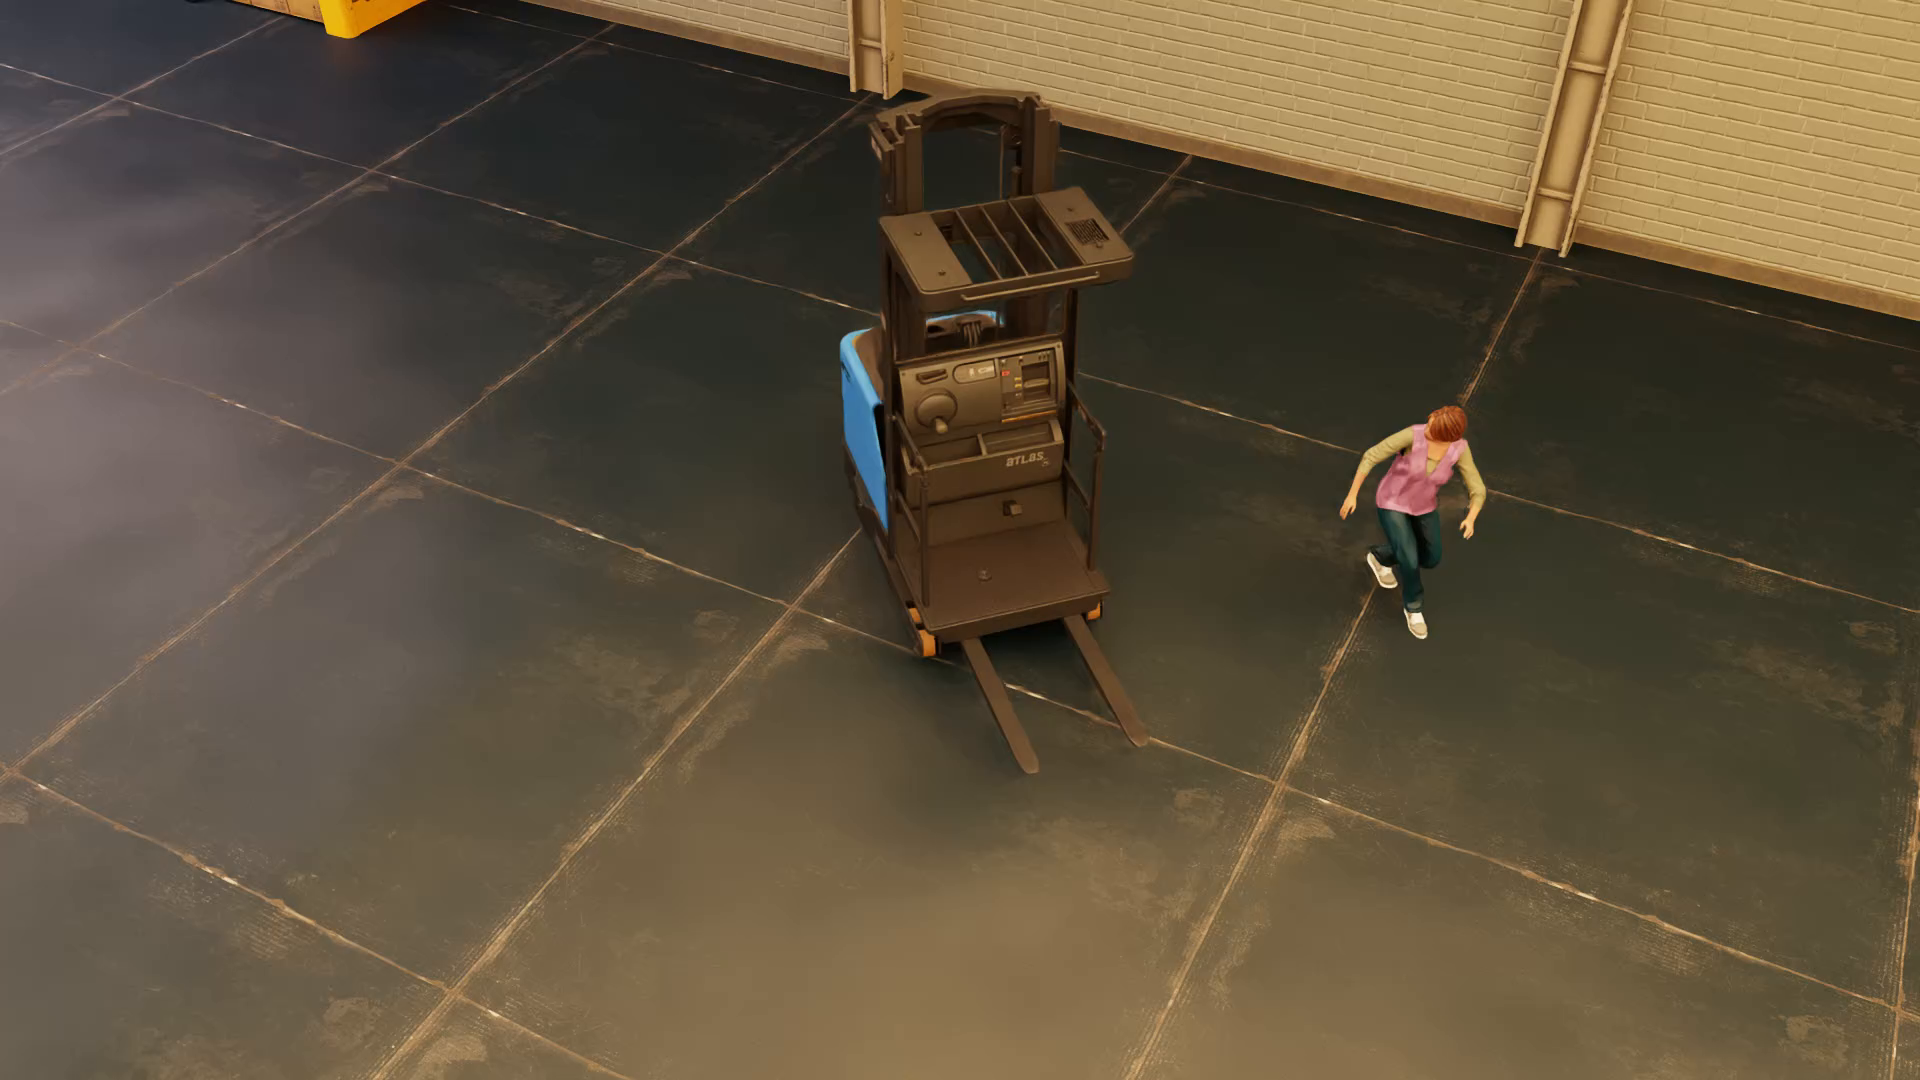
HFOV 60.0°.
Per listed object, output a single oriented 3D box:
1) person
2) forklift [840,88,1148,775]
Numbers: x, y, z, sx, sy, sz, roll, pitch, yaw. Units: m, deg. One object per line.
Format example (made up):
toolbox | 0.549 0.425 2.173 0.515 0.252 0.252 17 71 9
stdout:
person | 2.502 -0.121 9.279 0.744 1.474 0.774 -6 40 -7
forklift | 0.195 -0.748 8.874 1.130 2.935 3.031 -12 42 -14
